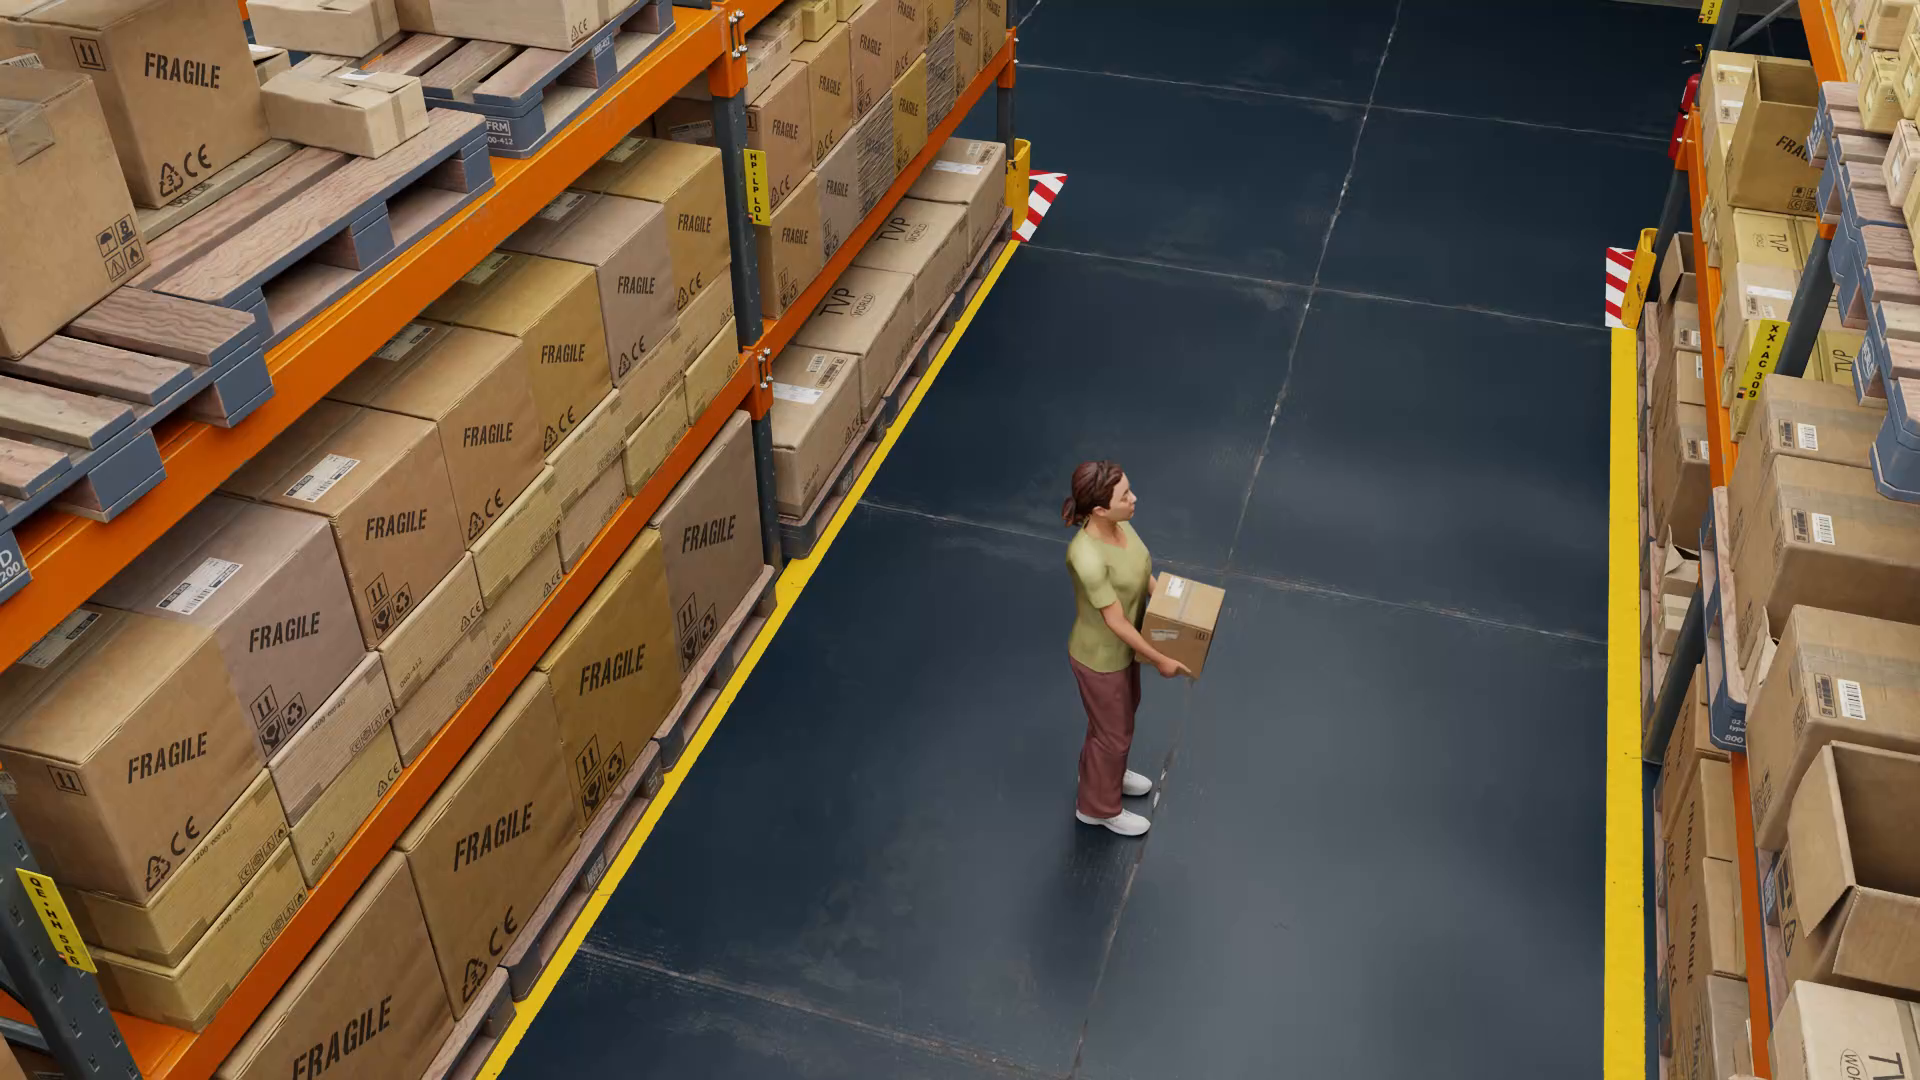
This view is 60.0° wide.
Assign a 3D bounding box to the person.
[{"bbox_3d":[0.628,0.424,6.343,0.561,1.662,0.426,11,39,14],"label":"person"}]
